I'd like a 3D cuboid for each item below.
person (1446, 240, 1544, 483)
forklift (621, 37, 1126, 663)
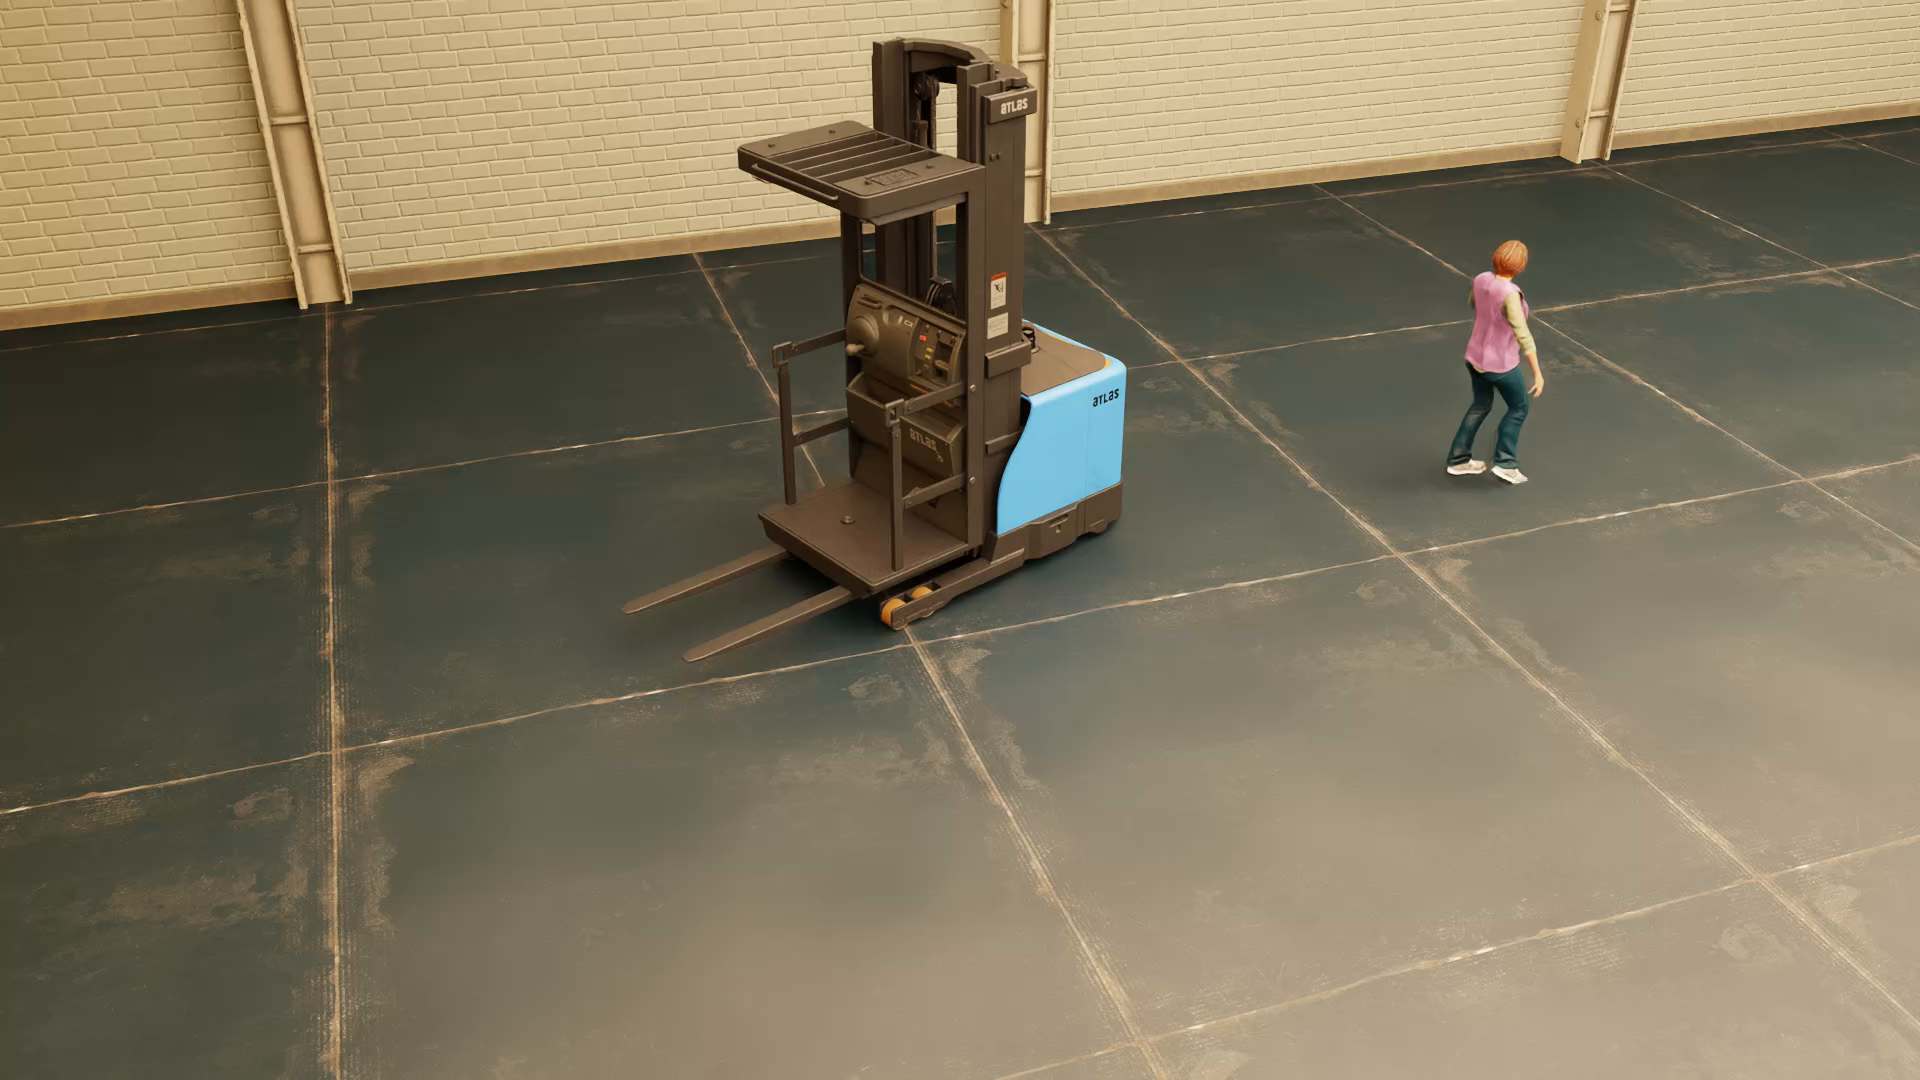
[{"bbox_3d":[3.383,-1.096,10.397,0.490,1.617,0.823,-9,31,-16],"label":"person"},{"bbox_3d":[-0.461,-1.072,8.951,3.031,2.935,1.130,-23,37,-34],"label":"forklift"}]
